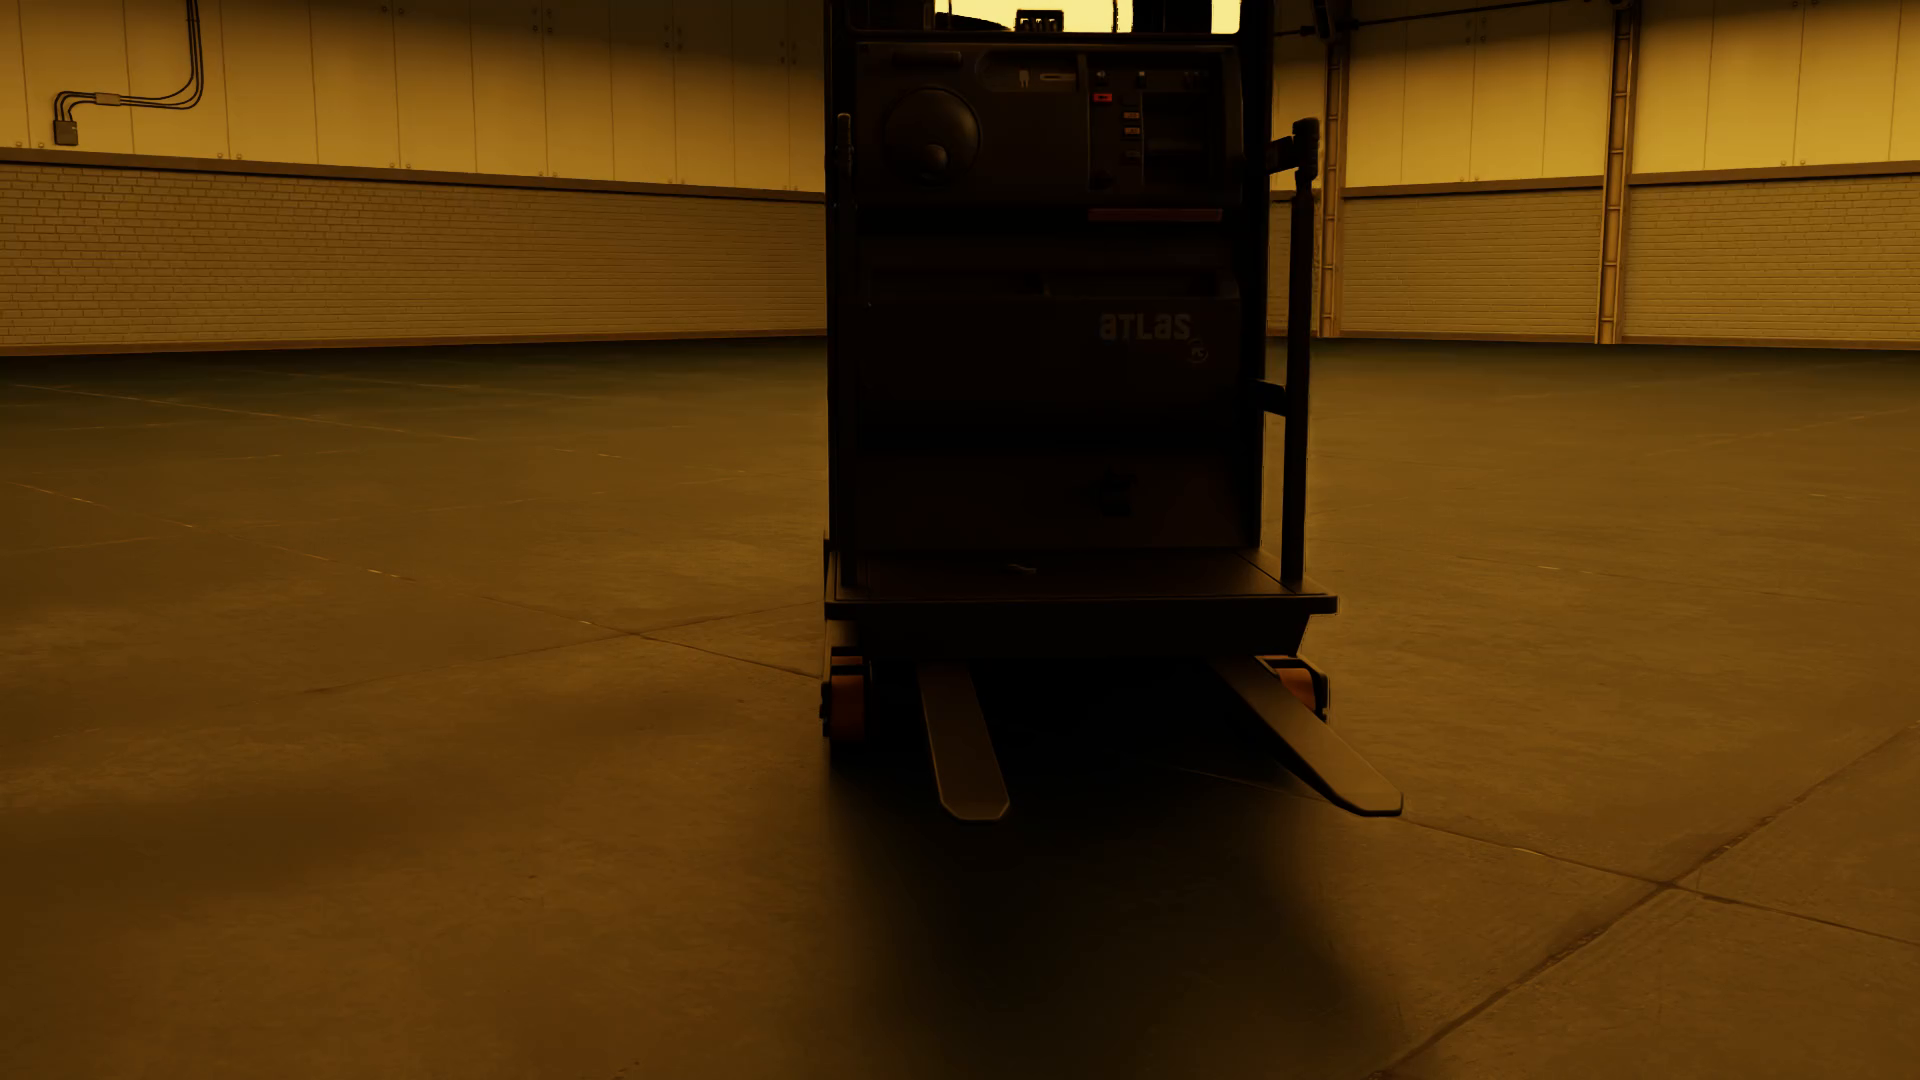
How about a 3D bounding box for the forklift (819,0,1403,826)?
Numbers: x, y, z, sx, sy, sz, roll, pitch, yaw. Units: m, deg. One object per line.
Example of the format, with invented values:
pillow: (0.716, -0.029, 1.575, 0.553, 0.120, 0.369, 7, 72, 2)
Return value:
forklift: (0.231, -1.041, 3.787, 1.130, 2.935, 3.031, -1, 9, -4)
